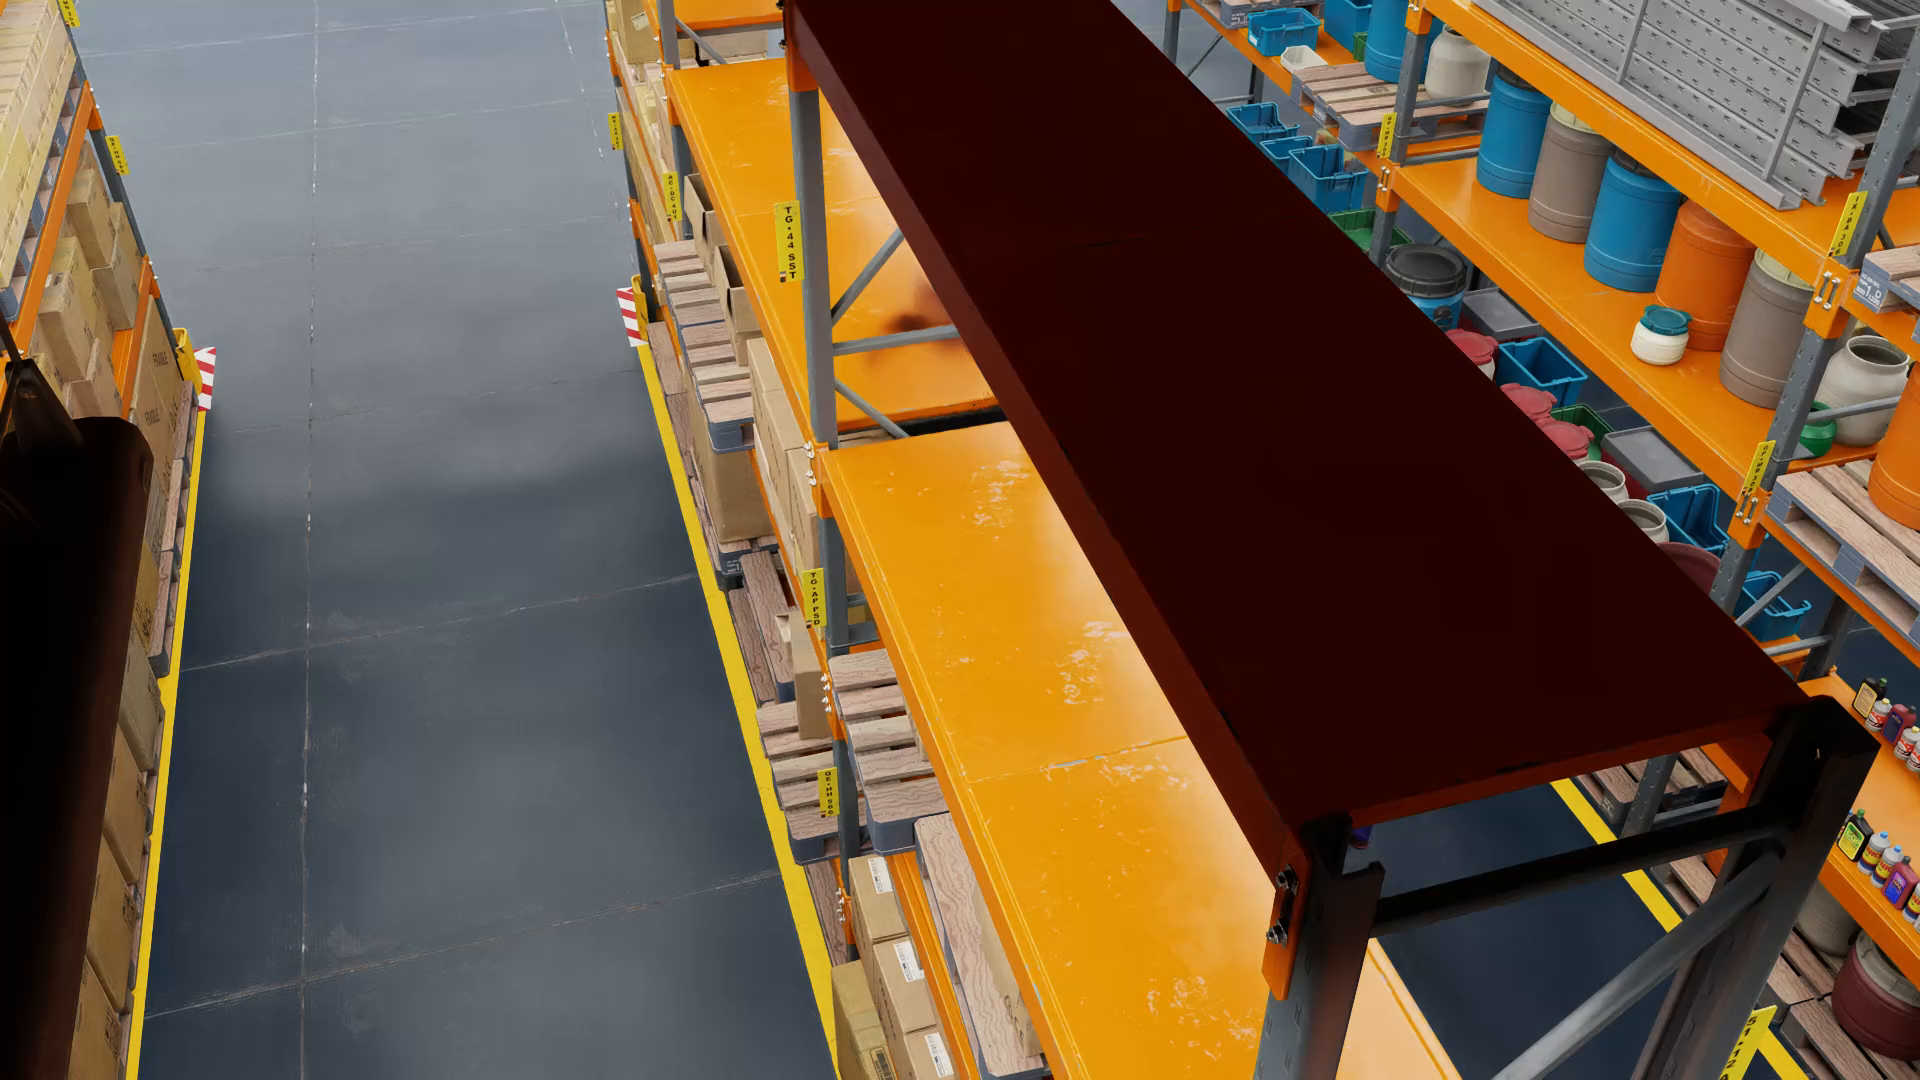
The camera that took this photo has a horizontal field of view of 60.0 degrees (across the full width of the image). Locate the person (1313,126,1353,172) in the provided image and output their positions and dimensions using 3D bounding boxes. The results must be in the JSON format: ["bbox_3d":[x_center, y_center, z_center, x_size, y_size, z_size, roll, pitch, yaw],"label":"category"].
[{"bbox_3d":[3.676,-3.697,16.215,0.613,1.642,0.721,-17,41,-20],"label":"person"}]

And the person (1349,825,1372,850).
[{"bbox_3d":[2.250,1.114,9.690,0.590,1.688,0.583,-19,42,-23],"label":"person"}]
